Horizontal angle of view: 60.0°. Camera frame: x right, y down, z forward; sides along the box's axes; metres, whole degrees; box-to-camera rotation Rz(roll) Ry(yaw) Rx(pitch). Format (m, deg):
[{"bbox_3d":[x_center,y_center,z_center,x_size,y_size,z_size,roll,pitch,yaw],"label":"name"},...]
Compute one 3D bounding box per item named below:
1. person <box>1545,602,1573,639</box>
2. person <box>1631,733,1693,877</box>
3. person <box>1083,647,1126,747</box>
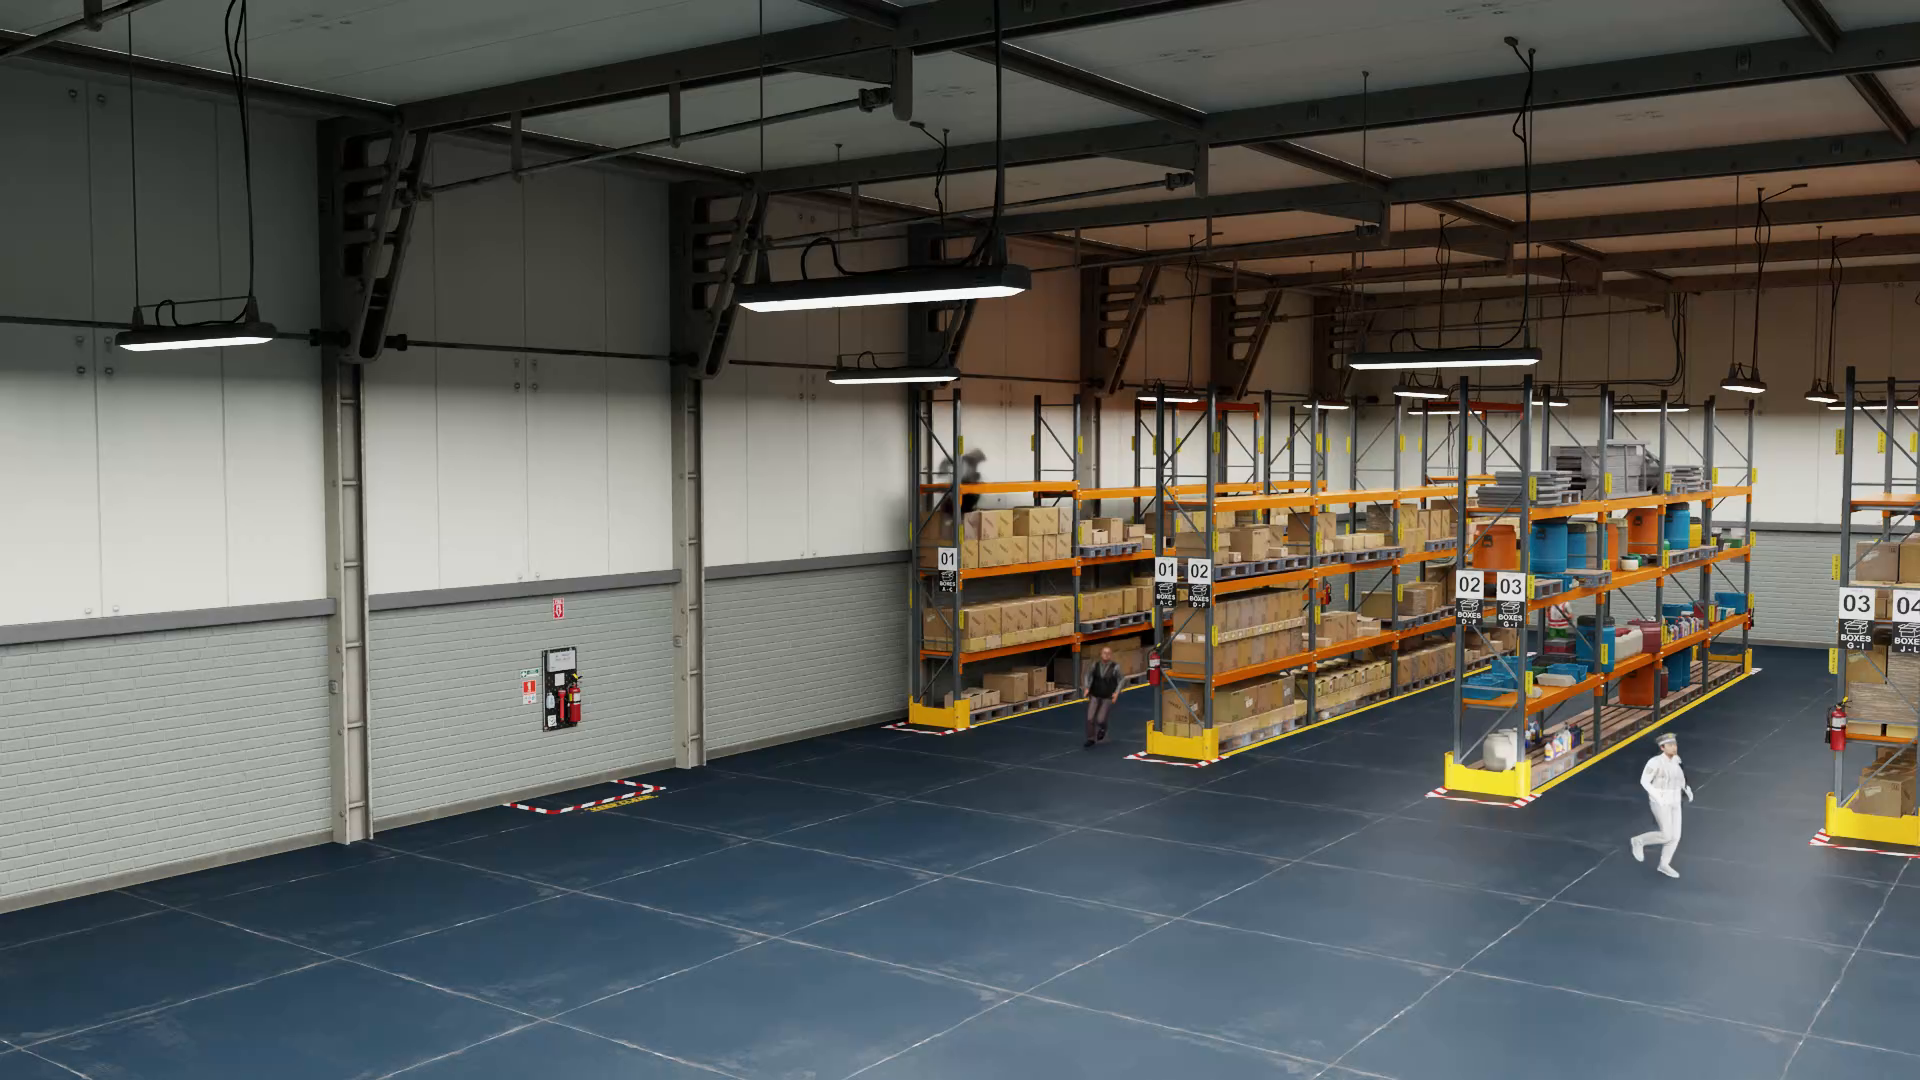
[{"bbox_3d":[13.305,1.986,37.018,0.649,1.812,0.858,2,4,30],"label":"person"},{"bbox_3d":[8.249,3.070,19.496,0.615,1.676,0.603,-1,4,-24],"label":"person"},{"bbox_3d":[2.376,2.609,27.602,0.704,1.663,0.538,1,3,20],"label":"person"}]
